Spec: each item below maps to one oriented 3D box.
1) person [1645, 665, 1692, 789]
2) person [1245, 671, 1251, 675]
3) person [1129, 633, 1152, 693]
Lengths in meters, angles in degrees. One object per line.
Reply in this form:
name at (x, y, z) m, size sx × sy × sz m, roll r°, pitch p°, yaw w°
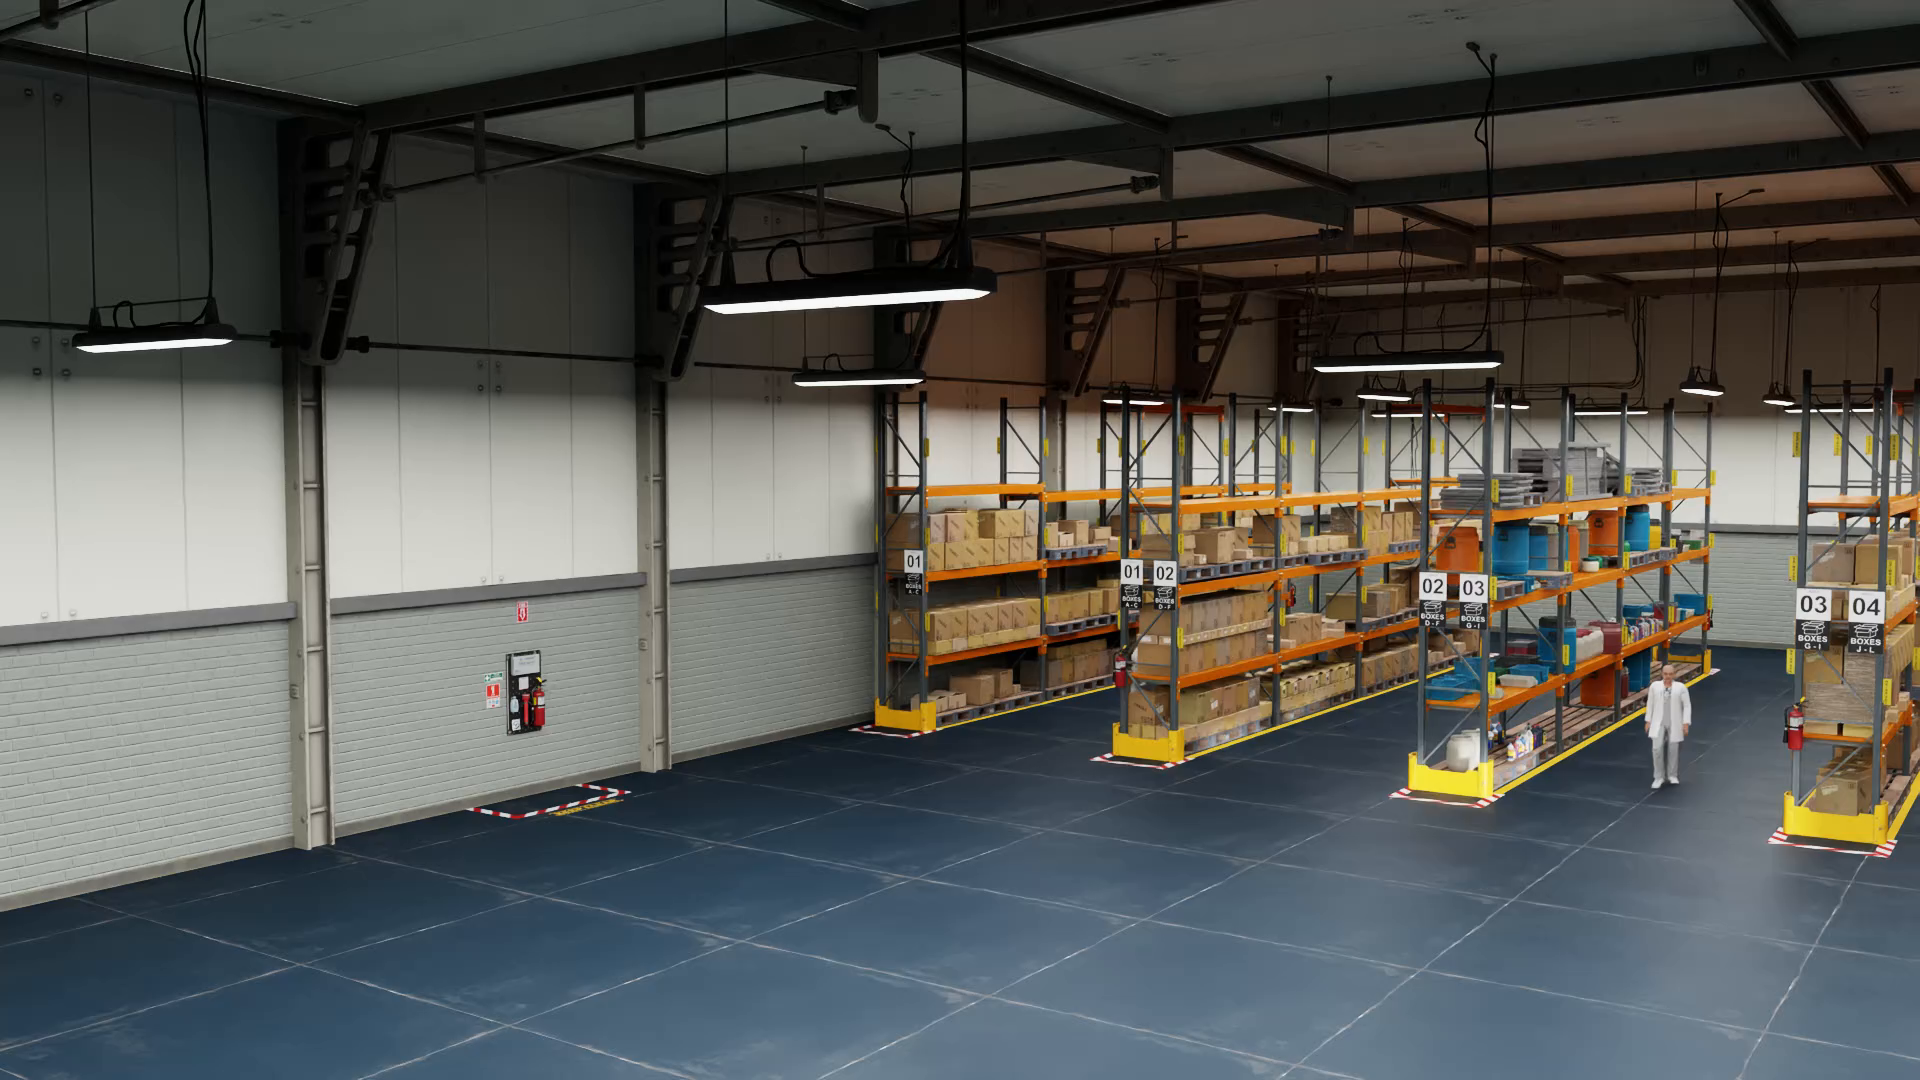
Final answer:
person at (10.485, 2.809, 24.634) m, size 0.653 × 1.706 × 0.668 m, roll 2°, pitch 4°, yaw 29°
person at (6.249, 2.098, 36.386) m, size 0.539 × 1.770 × 0.576 m, roll -1°, pitch 3°, yaw -17°
person at (3.276, 2.488, 30.206) m, size 0.503 × 1.624 × 1.022 m, roll 2°, pitch 4°, yaw 35°
